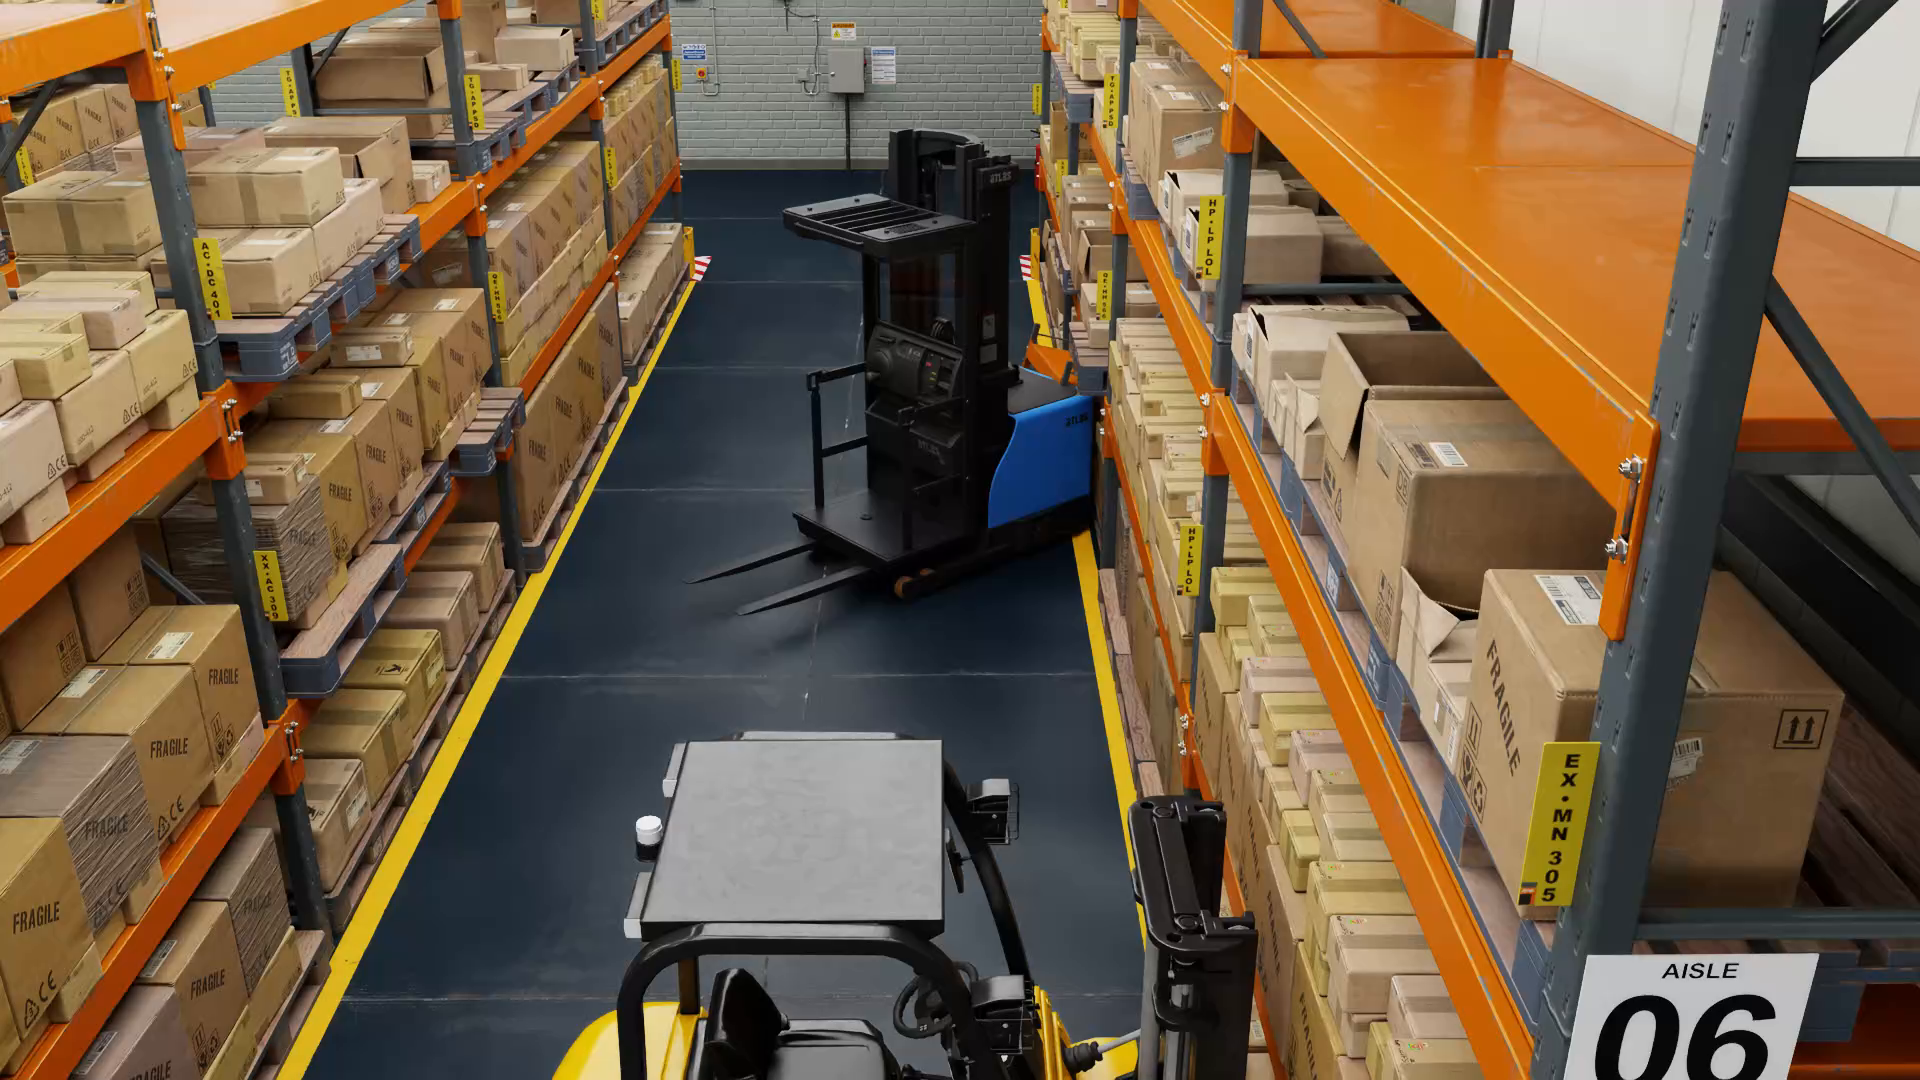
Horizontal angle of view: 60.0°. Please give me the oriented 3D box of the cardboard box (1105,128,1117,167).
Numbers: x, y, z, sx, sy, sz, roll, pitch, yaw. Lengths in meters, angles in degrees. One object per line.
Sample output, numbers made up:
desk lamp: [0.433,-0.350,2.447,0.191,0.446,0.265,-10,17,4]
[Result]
cardboard box: [1.220,-2.585,10.752,0.500,0.250,0.500,-1,24,-2]

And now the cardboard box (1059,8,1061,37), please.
cardboard box: [1.153,-4.571,14.780,0.500,0.250,0.500,-1,24,-2]

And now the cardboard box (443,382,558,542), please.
cardboard box: [-3.419,-0.561,11.803,0.875,0.875,0.875,0,24,-1]

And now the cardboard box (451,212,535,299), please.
cardboard box: [-3.271,-1.963,11.498,0.500,0.500,0.500,0,24,0]

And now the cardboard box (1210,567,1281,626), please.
cardboard box: [1.219,0.228,6.721,0.380,0.149,0.250,0,24,1]

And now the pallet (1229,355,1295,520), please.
pallet: [1.547,-0.403,5.853,1.003,0.211,1.213,0,24,-1]

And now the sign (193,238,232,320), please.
sign: [-2.909,-1.012,6.465,0.100,0.325,0.005,0,24,-1]

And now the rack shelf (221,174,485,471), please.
rack shelf: [-3.473,-1.268,8.529,1.077,0.370,4.000,0,24,-1]

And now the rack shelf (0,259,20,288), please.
rack shelf: [-8.465,-1.485,12.650,1.077,0.370,4.000,0,24,-1]

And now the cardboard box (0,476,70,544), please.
cardboard box: [-3.146,-0.104,5.388,0.380,0.149,0.250,0,24,1]

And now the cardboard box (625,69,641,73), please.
cardboard box: [-3.371,-4.577,16.490,0.380,0.149,0.250,0,24,-1]

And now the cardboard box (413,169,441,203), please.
cardboard box: [-3.271,-2.074,9.743,0.380,0.149,0.250,0,24,-1]

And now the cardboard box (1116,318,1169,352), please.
cardboard box: [1.177,-1.285,10.426,0.380,0.149,0.250,0,24,1]

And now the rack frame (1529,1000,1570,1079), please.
rack frame: [1.556,2.220,3.585,1.000,3.000,0.127,0,24,-1]

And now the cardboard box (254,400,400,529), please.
cardboard box: [-3.167,-0.382,8.345,0.500,0.500,0.500,0,24,-1]

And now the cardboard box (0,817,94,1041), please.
cardboard box: [-3.165,1.233,5.284,0.500,0.500,0.500,-1,24,-2]

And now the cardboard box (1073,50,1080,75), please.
cardboard box: [1.038,-3.564,12.407,0.380,0.149,0.250,0,24,1]

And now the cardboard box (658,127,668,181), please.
cardboard box: [-3.322,-3.990,17.195,0.500,0.500,0.500,-1,24,-2]

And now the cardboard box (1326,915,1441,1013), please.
cardboard box: [1.235,1.178,4.620,0.380,0.149,0.250,0,24,1]

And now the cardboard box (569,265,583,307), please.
cardboard box: [-3.291,-2.031,13.166,0.500,0.250,0.500,-1,24,-2]

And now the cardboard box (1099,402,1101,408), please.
cardboard box: [1.256,-1.060,12.573,0.380,0.149,0.250,-1,24,-1]

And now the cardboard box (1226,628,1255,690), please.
cardboard box: [1.257,0.470,6.546,0.380,0.149,0.250,0,24,1]

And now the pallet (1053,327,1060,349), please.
pallet: [1.418,-1.737,15.719,1.003,0.211,1.213,0,24,-1]

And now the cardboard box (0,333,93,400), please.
cardboard box: [-3.102,-0.570,5.450,0.380,0.149,0.250,0,24,1]

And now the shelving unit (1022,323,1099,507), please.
shelving unit: [0.767,-0.918,12.576,0.538,1.125,1.048,10,20,-15]

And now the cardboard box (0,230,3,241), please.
cardboard box: [-8.285,-2.551,13.930,0.380,0.149,0.250,-1,24,-2]

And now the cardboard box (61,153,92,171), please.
cardboard box: [-8.253,-3.227,15.147,0.500,0.500,0.500,0,24,-1]

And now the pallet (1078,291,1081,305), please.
pallet: [1.443,-1.791,12.685,1.003,0.211,1.213,0,24,-1]

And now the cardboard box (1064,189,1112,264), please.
cardboard box: [1.212,-2.548,13.496,0.700,0.500,0.500,0,24,0]

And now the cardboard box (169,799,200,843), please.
cardboard box: [-3.208,1.052,6.473,0.380,0.149,0.250,0,24,0]

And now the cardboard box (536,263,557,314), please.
cardboard box: [-3.251,-1.841,12.138,0.500,0.250,0.500,0,24,-1]

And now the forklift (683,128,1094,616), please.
forklift: [-0.473,-1.167,11.157,3.031,2.935,1.130,-20,31,-37]

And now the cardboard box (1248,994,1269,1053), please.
cardboard box: [1.216,1.794,6.141,0.500,0.250,0.500,1,24,1]

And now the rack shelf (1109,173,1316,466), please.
rack shelf: [1.490,-1.291,8.582,1.077,0.370,4.000,0,24,-1]

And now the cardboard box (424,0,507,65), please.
cardboard box: [-3.819,-3.940,12.934,0.500,0.500,0.500,-1,24,-2]

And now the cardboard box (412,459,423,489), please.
cardboard box: [-3.160,-0.358,9.079,0.380,0.149,0.250,-1,24,-2]

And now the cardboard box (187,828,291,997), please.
cardboard box: [-3.176,1.558,6.966,0.500,0.500,0.500,-1,24,-1]

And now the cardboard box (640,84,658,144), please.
cardboard box: [-3.302,-4.234,16.520,0.500,0.500,0.500,0,24,-1]

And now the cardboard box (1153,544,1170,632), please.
cardboard box: [1.234,0.226,8.175,0.500,0.250,0.500,0,24,-1]

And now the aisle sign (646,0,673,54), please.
aisle sign: [-3.273,-5.565,17.643,0.394,0.787,0.004,0,24,-1]

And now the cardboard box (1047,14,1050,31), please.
cardboard box: [1.067,-5.176,16.603,0.380,0.149,0.250,0,24,1]

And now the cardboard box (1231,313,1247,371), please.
cardboard box: [1.213,-0.731,6.144,0.380,0.149,0.250,0,24,1]

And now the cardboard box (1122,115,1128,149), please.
cardboard box: [1.169,-2.429,9.876,0.380,0.166,0.250,0,24,-1]

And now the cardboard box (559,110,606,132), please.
cardboard box: [-3.282,-3.629,14.395,0.380,0.149,0.250,-1,24,-1]

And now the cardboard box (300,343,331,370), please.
cardboard box: [-3.696,-0.805,9.282,0.500,0.500,0.500,0,24,0]

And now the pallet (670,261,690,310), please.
pallet: [-3.495,-2.750,17.957,1.003,0.211,1.213,0,24,-1]

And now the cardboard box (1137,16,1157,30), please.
cardboard box: [1.582,-4.018,13.050,0.380,0.149,0.250,-1,24,-2]

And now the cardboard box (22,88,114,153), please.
cardboard box: [-8.244,-3.882,15.381,0.500,0.500,0.500,0,24,0]

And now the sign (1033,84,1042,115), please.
sign: [0.839,-4.765,17.979,0.100,0.325,0.005,0,24,-1]

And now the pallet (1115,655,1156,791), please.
pallet: [1.449,1.035,9.589,1.003,0.211,1.213,0,24,-1]

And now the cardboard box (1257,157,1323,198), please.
cardboard box: [1.703,-1.897,8.701,0.380,0.166,0.250,0,24,-1]

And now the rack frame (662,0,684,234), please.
rack frame: [-3.582,-4.349,18.110,1.000,3.000,0.127,0,24,-1]

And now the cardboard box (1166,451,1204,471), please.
cardboard box: [1.240,-0.333,8.320,0.380,0.149,0.250,-1,24,-2]

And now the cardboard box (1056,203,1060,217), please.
cardboard box: [1.111,-3.168,15.803,0.380,0.149,0.250,-1,24,-1]
